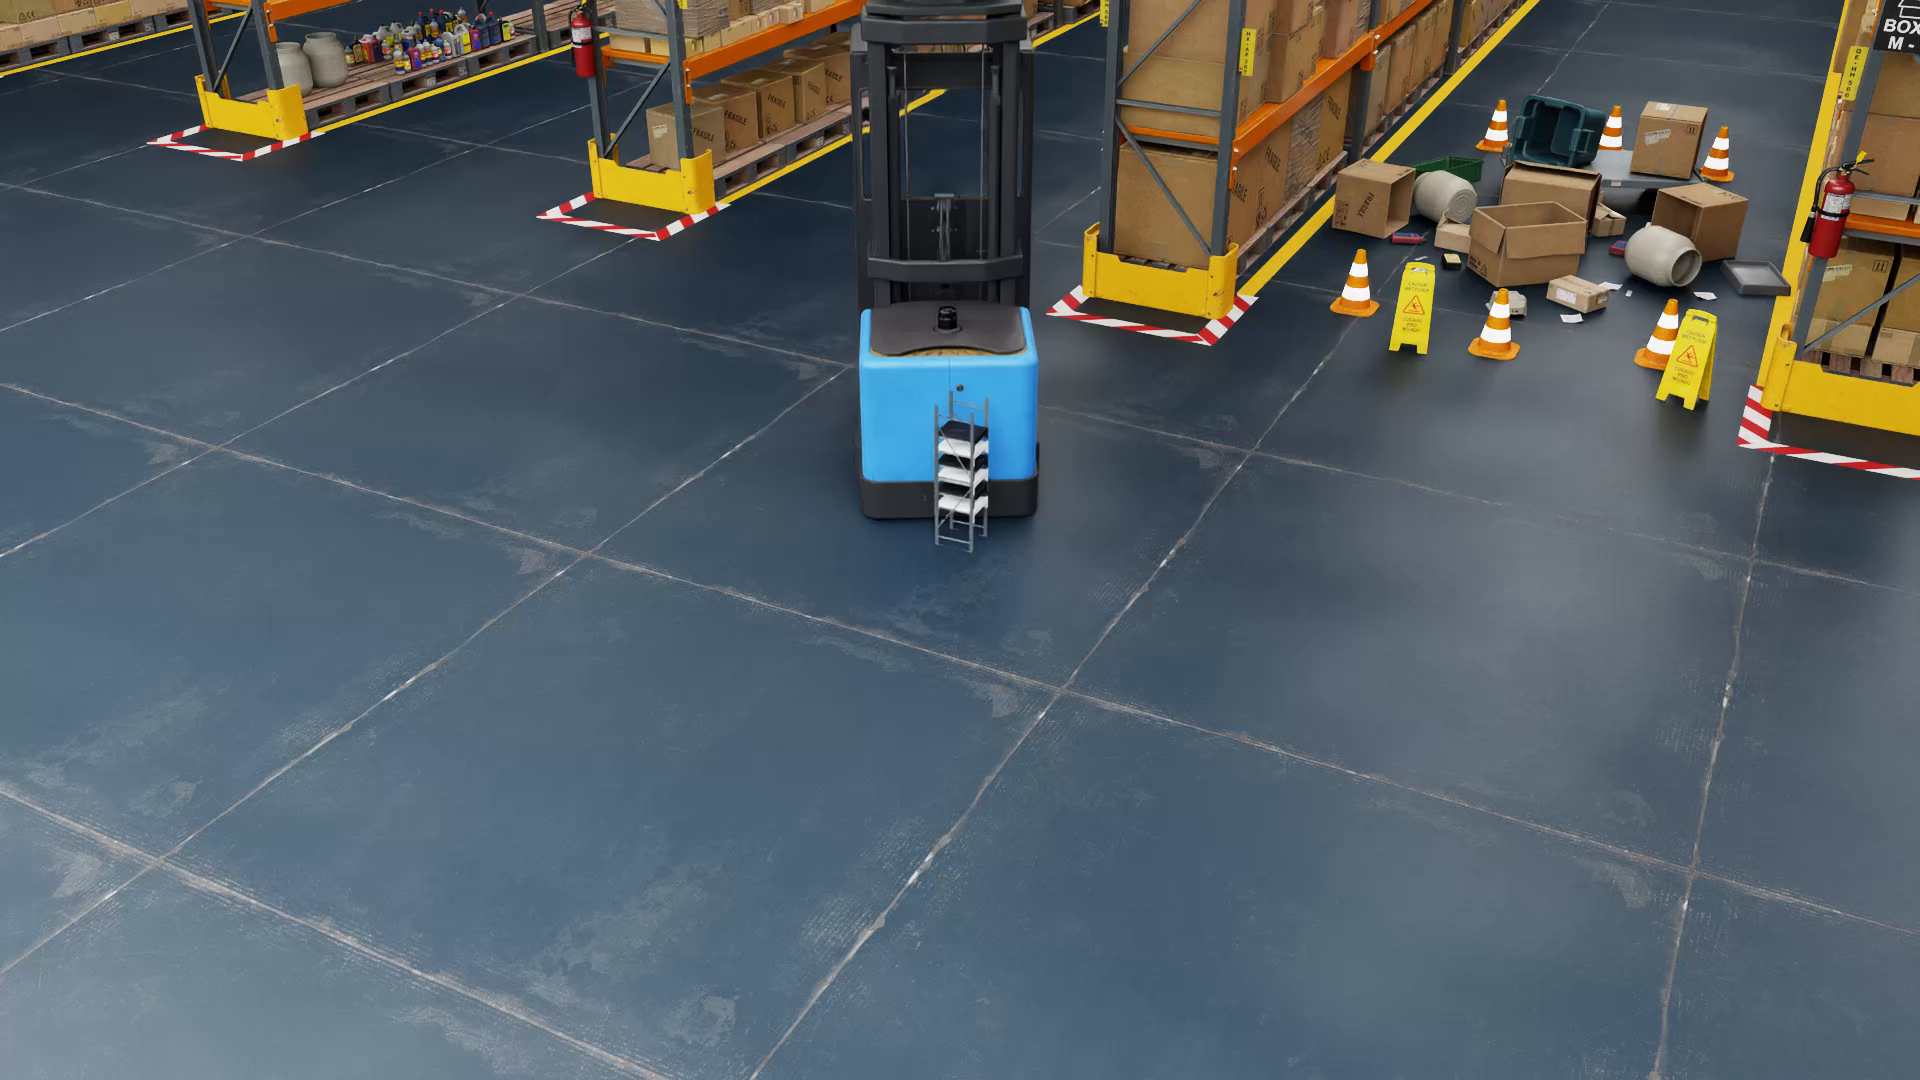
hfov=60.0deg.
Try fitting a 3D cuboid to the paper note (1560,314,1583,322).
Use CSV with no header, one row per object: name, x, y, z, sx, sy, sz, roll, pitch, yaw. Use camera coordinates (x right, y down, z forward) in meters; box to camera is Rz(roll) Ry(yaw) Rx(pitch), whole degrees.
paper note,4.664,-1.694,12.668,0.148,0.019,0.142,4,30,6

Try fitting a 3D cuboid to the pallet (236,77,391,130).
pallet,-6.858,-4.676,17.681,1.003,0.211,1.213,14,33,23

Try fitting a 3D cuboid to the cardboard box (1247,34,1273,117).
cardboard box,1.912,-3.677,12.991,0.875,0.550,0.550,14,33,23

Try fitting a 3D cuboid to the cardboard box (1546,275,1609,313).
cardboard box,4.804,-1.913,12.932,0.250,0.149,0.380,-18,34,-28

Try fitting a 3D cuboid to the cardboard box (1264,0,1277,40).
cardboard box,1.925,-4.142,12.716,0.875,0.550,0.550,14,33,23

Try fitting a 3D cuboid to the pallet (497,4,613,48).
pallet,-5.081,-6.403,20.688,1.003,0.211,1.213,14,33,23

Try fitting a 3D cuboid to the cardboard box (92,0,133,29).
cardboard box,-10.507,-6.449,20.308,0.500,0.250,0.500,14,33,23

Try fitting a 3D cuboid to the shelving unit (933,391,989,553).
shelving unit,0.008,-0.385,9.516,0.258,0.900,0.210,13,32,21

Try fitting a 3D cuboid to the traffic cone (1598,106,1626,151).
traffic cone,6.388,-4.006,16.262,0.336,0.463,0.334,14,33,23

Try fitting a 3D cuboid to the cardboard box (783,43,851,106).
cardboard box,-1.467,-4.806,17.195,0.500,0.500,0.500,-26,39,-37

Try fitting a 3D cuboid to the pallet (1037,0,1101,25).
pallet,1.254,-7.028,21.777,1.003,0.211,1.213,14,33,23

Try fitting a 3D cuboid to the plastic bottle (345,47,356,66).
plastic bottle,-6.780,-5.373,18.463,0.097,0.201,0.097,0,30,0

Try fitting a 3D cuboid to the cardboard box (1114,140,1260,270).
cardboard box,1.803,-2.765,13.264,0.875,0.875,0.875,14,33,24

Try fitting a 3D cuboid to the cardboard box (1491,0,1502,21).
cardboard box,6.435,-6.767,20.611,0.500,0.500,0.500,14,33,22

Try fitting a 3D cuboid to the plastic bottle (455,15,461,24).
plastic bottle,-5.985,-6.146,19.808,0.097,0.201,0.097,0,30,0

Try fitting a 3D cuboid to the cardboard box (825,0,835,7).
cardboard box,-1.444,-5.318,16.251,0.380,0.149,0.250,14,33,23

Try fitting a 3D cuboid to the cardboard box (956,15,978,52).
cardboard box,-0.207,-5.961,19.187,0.700,0.500,0.500,11,32,19

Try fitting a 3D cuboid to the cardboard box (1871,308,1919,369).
cardboard box,6.619,-1.395,11.507,0.500,0.250,0.500,14,33,23

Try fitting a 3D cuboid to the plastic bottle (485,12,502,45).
plastic bottle,-5.441,-5.947,19.311,0.144,0.351,0.185,13,32,22

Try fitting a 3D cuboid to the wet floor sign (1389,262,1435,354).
wet floor sign,3.302,-1.706,12.072,0.267,0.644,0.232,9,31,15

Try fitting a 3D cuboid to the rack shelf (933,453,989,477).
rack shelf,0.008,-0.434,9.488,0.258,0.077,0.200,13,32,21

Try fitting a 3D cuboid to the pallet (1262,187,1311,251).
pallet,2.404,-2.890,14.571,1.003,0.211,1.213,14,33,23

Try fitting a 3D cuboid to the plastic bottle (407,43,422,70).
plastic bottle,-6.003,-5.324,18.295,0.061,0.283,0.133,15,33,24

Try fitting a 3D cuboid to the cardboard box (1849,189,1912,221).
cardboard box,5.985,-2.216,10.849,0.380,0.149,0.250,15,33,25

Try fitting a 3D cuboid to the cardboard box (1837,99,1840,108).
cardboard box,9.383,-4.451,16.706,0.950,0.372,0.625,12,32,20

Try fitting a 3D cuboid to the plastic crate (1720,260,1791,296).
plastic crate,6.382,-2.108,13.340,0.402,0.080,0.583,4,30,6

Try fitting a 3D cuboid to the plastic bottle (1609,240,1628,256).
plastic bottle,5.570,-2.463,13.977,0.133,0.061,0.283,21,36,32

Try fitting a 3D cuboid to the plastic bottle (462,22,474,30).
plastic bottle,-5.671,-5.852,19.221,0.152,0.276,0.135,14,33,23

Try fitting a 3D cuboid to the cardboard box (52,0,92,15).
cardboard box,-10.749,-6.556,19.741,0.500,0.500,0.500,14,33,23

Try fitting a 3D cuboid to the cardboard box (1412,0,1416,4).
cardboard box,4.313,-5.622,16.428,0.500,0.500,0.500,14,33,23

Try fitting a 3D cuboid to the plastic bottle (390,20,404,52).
plastic bottle,-6.421,-5.762,18.989,0.144,0.351,0.185,14,33,23

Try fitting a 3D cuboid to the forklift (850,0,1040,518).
forklift,-0.114,-2.098,10.460,1.130,2.935,3.031,-1,30,-2

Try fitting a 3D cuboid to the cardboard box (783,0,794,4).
cardboard box,-1.916,-5.448,15.826,0.875,0.500,0.500,14,33,23

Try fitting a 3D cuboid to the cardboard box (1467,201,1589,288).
cardboard box,4.552,-2.381,13.391,0.797,0.503,0.637,-7,31,-11

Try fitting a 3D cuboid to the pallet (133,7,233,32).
pallet,-10.211,-6.829,21.429,1.003,0.211,1.213,14,33,23

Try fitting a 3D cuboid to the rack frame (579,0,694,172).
rack frame,-2.817,-4.359,14.328,1.000,3.000,0.127,14,33,23

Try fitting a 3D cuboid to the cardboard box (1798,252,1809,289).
cardboard box,6.373,-2.072,11.932,0.500,0.500,0.500,16,33,25

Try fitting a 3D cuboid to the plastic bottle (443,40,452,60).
plastic bottle,-5.782,-5.524,18.725,0.097,0.201,0.097,0,30,0

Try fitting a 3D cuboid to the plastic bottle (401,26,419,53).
plastic bottle,-6.277,-5.707,18.969,0.152,0.276,0.135,14,33,23

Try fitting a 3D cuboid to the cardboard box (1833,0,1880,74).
cardboard box,6.422,-3.464,11.368,0.700,0.500,0.500,14,33,23

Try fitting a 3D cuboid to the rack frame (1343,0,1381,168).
rack frame,3.375,-4.962,15.378,1.000,3.000,0.127,14,33,23

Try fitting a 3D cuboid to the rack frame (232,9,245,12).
rack frame,-9.812,-8.381,21.332,1.000,3.000,0.127,14,33,23

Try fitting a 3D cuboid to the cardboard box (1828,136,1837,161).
cardboard box,6.975,-3.010,12.914,0.380,0.149,0.250,16,33,25

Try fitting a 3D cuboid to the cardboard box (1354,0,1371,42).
cardboard box,3.217,-4.861,15.051,0.875,0.550,0.550,14,33,23

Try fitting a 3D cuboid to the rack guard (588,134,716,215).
rack guard,-2.782,-3.308,15.009,1.175,0.500,0.348,14,33,23

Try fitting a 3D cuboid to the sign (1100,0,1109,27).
sign,1.076,-3.923,12.168,0.100,0.325,0.005,14,33,23

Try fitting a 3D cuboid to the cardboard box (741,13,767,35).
cardboard box,-2.001,-4.761,15.280,0.380,0.149,0.250,14,33,23

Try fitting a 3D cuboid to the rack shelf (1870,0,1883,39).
rack shelf,6.916,-3.986,11.389,1.077,0.370,4.000,14,33,23
